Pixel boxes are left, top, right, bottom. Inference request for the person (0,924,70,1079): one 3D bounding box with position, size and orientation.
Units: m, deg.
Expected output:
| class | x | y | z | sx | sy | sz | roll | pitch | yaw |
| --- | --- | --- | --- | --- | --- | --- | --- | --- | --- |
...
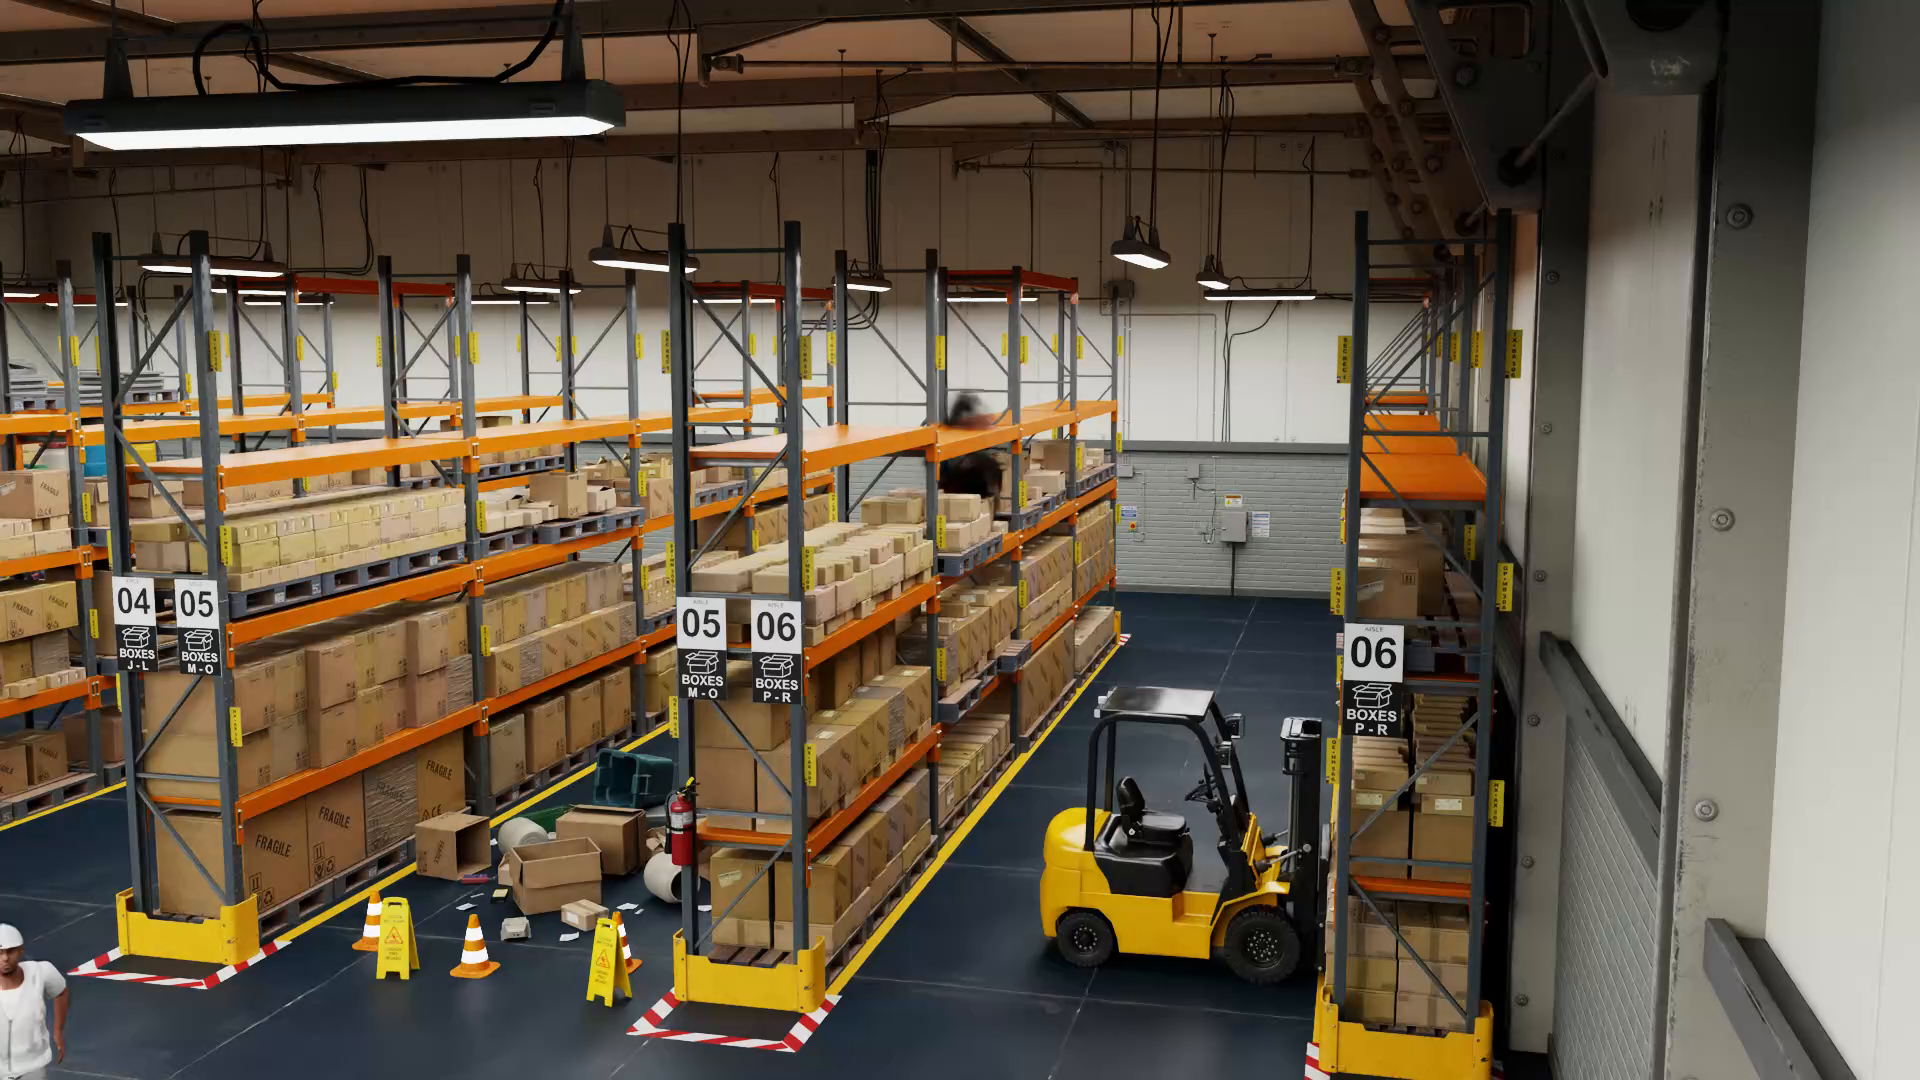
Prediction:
| class | x | y | z | sx | sy | sz | roll | pitch | yaw |
| --- | --- | --- | --- | --- | --- | --- | --- | --- | --- |
| person | -5.577 | 3.102 | 9.744 | 0.699 | 1.763 | 0.932 | -4 | 8 | -31 |
